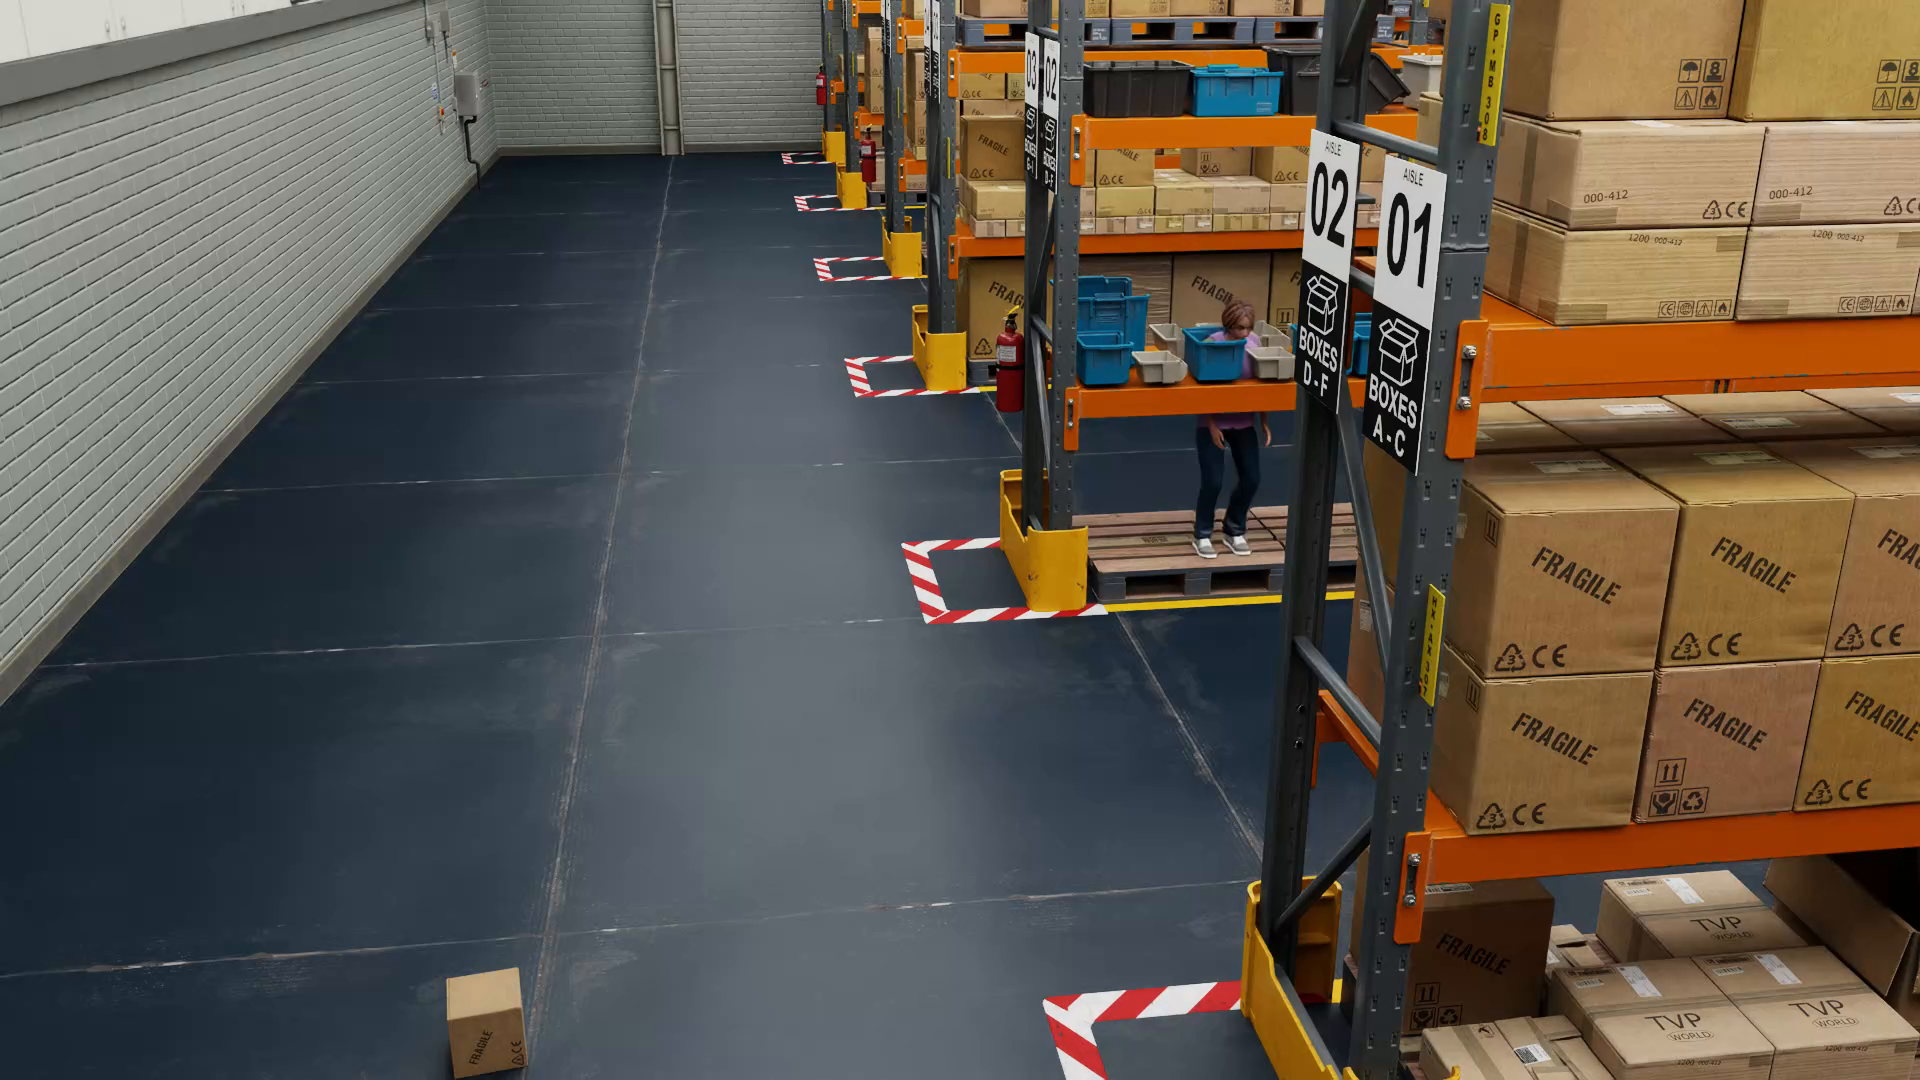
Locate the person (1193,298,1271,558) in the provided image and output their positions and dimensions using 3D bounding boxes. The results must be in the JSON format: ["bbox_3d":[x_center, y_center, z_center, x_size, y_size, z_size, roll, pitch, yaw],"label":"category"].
[{"bbox_3d":[1.616,-0.657,9.832,0.430,1.561,0.407,-4,21,-12],"label":"person"}]
